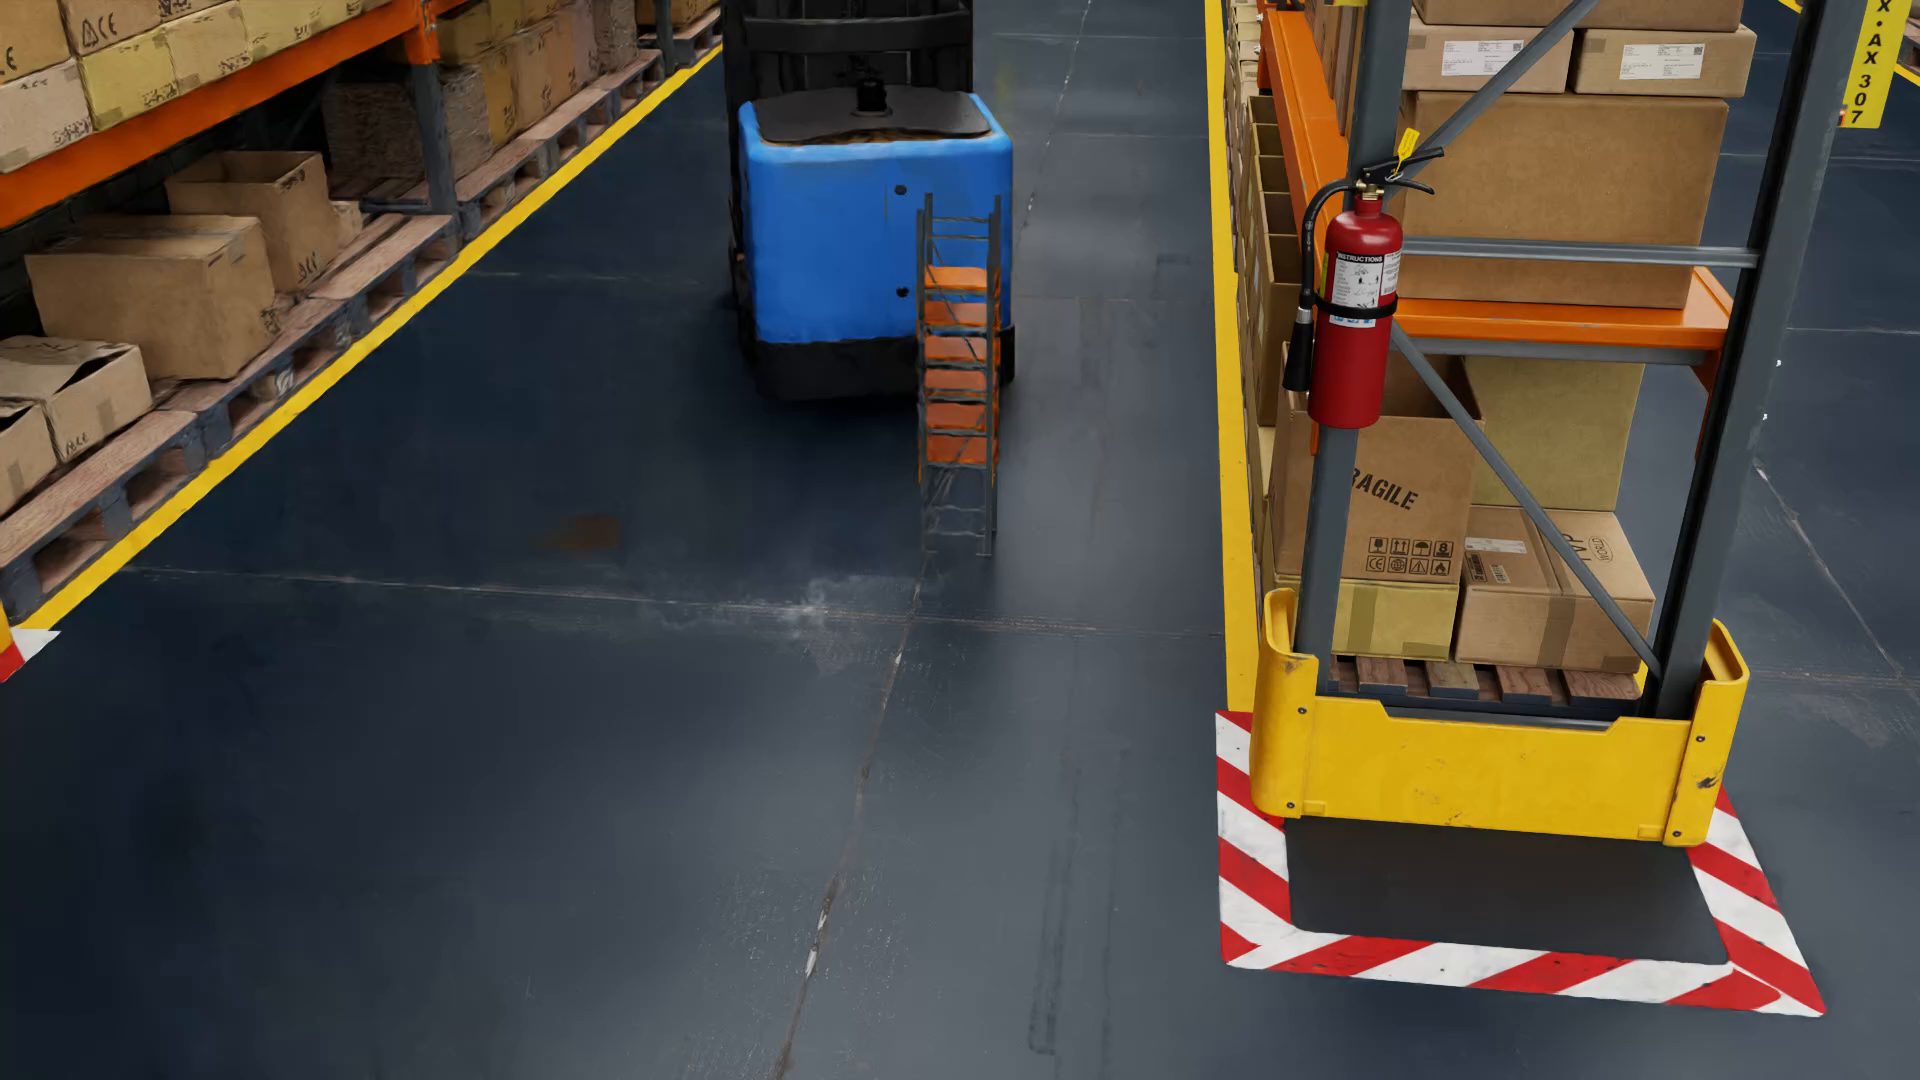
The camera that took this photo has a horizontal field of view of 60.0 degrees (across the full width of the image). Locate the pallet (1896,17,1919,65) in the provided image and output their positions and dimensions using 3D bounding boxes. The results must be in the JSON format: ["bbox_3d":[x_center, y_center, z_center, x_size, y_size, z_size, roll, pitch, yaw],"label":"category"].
[{"bbox_3d":[7.481,-3.847,12.669,1.003,0.211,1.213,3,28,6],"label":"pallet"}]

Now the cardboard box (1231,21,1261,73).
[{"bbox_3d":[1.882,-2.922,9.877,0.500,0.311,0.500,3,28,5],"label":"cardboard box"}]

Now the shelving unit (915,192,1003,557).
[{"bbox_3d":[-0.002,-0.521,5.453,0.258,1.200,0.189,3,28,6],"label":"shelving unit"}]

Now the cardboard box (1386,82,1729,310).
[{"bbox_3d":[1.448,-0.916,4.181,0.700,0.500,0.500,3,28,6],"label":"cardboard box"}]

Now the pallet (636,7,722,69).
[{"bbox_3d":[-2.387,-3.843,12.662,1.003,0.211,1.213,3,28,6],"label":"pallet"}]

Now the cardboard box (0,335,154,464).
[{"bbox_3d":[-3.295,-0.537,5.956,0.500,0.311,0.500,6,29,10],"label":"cardboard box"}]

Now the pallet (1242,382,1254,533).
[{"bbox_3d":[1.582,-0.360,6.196,1.003,0.211,1.213,3,28,6],"label":"pallet"}]

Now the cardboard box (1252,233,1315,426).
[{"bbox_3d":[1.257,-0.698,5.549,0.500,0.500,0.500,3,28,6],"label":"cardboard box"}]

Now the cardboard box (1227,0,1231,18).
[{"bbox_3d":[2.304,-4.209,12.572,0.500,0.500,0.500,2,28,4],"label":"cardboard box"}]

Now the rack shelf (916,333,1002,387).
[{"bbox_3d":[-0.002,-0.588,5.417,0.258,0.103,0.180,3,28,6],"label":"rack shelf"}]

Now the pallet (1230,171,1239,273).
[{"bbox_3d":[1.920,-1.657,8.603,1.003,0.211,1.213,3,28,6],"label":"pallet"}]

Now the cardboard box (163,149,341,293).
[{"bbox_3d":[-3.136,-1.424,7.402,0.500,0.500,0.500,1,28,2],"label":"cardboard box"}]

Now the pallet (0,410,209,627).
[{"bbox_3d":[-3.395,-0.127,5.763,1.003,0.211,1.213,3,28,6],"label":"pallet"}]

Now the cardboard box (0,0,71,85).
[{"bbox_3d":[-3.111,-1.651,4.998,0.500,0.500,0.500,3,29,6],"label":"cardboard box"}]

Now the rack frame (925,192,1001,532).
[{"bbox_3d":[0.009,-0.564,5.533,0.240,1.200,0.006,3,28,6],"label":"rack frame"}]

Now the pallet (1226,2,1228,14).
[{"bbox_3d":[2.786,-4.688,14.230,1.003,0.211,1.213,3,28,6],"label":"pallet"}]

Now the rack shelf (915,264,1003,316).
[{"bbox_3d":[-0.002,-0.799,5.303,0.258,0.103,0.180,3,28,6],"label":"rack shelf"}]

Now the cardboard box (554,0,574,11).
[{"bbox_3d":[-2.727,-3.521,10.504,0.500,0.250,0.500,4,29,7],"label":"cardboard box"}]

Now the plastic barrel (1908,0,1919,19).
[{"bbox_3d":[7.436,-4.252,12.660,0.421,0.512,0.421,0,28,0],"label":"plastic barrel"}]

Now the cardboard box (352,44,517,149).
[{"bbox_3d":[-2.961,-2.508,9.415,0.700,0.500,0.500,3,28,5],"label":"cardboard box"}]

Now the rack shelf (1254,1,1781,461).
[{"bbox_3d":[1.623,-1.277,5.717,1.077,0.370,4.000,3,28,6],"label":"rack shelf"}]

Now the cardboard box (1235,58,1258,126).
[{"bbox_3d":[1.754,-2.444,8.989,0.500,0.311,0.500,3,28,6],"label":"cardboard box"}]

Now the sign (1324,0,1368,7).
[{"bbox_3d":[0.841,-1.305,3.538,0.100,0.325,0.005,3,28,6],"label":"sign"}]

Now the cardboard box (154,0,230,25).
[{"bbox_3d":[-2.990,-2.137,5.901,0.500,0.500,0.500,4,29,8],"label":"cardboard box"}]

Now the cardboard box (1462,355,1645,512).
[{"bbox_3d":[1.724,-0.432,5.055,0.500,0.500,0.500,3,28,6],"label":"cardboard box"}]

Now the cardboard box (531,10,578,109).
[{"bbox_3d":[-2.806,-2.984,10.299,0.700,0.500,0.500,3,28,6],"label":"cardboard box"}]

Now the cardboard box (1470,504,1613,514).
[{"bbox_3d":[1.722,-0.102,5.233,0.500,0.250,0.500,3,28,6],"label":"cardboard box"}]

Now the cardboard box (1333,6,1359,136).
[{"bbox_3d":[1.635,-1.644,5.534,0.700,0.500,0.500,4,29,8],"label":"cardboard box"}]

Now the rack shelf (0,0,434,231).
[{"bbox_3d":[-3.294,-1.563,6.248,1.077,0.370,4.000,3,28,6],"label":"rack shelf"}]

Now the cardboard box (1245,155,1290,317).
[{"bbox_3d":[1.378,-1.169,6.423,0.500,0.500,0.500,3,28,6],"label":"cardboard box"}]

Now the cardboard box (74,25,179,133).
[{"bbox_3d":[-3.046,-1.577,5.652,0.500,0.250,0.500,3,28,5],"label":"cardboard box"}]

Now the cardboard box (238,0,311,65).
[{"bbox_3d":[-2.921,-2.052,6.533,0.500,0.250,0.500,3,28,6],"label":"cardboard box"}]

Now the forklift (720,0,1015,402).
[{"bbox_3d":[-0.530,-2.519,7.336,1.130,2.935,3.031,-5,29,-8],"label":"forklift"}]

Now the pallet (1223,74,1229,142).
[{"bbox_3d":[2.219,-2.805,10.735,1.003,0.211,1.213,3,28,6],"label":"pallet"}]

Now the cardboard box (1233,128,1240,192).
[{"bbox_3d":[1.695,-1.960,8.681,0.500,0.250,0.500,3,28,5],"label":"cardboard box"}]

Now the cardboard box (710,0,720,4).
[{"bbox_3d":[-2.224,-4.693,13.123,0.750,0.750,0.750,3,28,6],"label":"cardboard box"}]

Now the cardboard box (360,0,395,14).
[{"bbox_3d":[-2.806,-2.524,7.409,0.500,0.250,0.500,3,29,6],"label":"cardboard box"}]

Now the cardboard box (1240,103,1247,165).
[{"bbox_3d":[1.633,-1.964,8.098,0.500,0.311,0.500,3,28,6],"label":"cardboard box"}]

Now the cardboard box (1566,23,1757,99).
[{"bbox_3d":[1.640,-1.154,3.941,0.380,0.149,0.250,3,28,6],"label":"cardboard box"}]

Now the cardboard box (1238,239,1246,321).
[{"bbox_3d":[1.444,-1.074,7.037,0.500,0.250,0.500,3,28,6],"label":"cardboard box"}]

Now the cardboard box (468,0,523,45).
[{"bbox_3d":[-2.864,-3.045,9.620,0.500,0.250,0.500,3,28,5],"label":"cardboard box"}]

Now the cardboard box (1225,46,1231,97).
[{"bbox_3d":[1.942,-2.927,10.476,0.500,0.250,0.500,3,28,5],"label":"cardboard box"}]

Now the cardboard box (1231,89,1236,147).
[{"bbox_3d":[1.821,-2.440,9.573,0.500,0.250,0.500,4,29,7],"label":"cardboard box"}]

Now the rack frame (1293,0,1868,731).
[{"bbox_3d":[1.378,-0.653,3.799,1.000,3.000,0.127,3,28,6],"label":"rack frame"}]

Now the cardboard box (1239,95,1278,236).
[{"bbox_3d":[1.501,-1.640,7.297,0.500,0.500,0.500,3,28,6],"label":"cardboard box"}]

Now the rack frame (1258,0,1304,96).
[{"bbox_3d":[1.868,-2.535,7.294,1.000,3.000,0.127,3,28,6],"label":"rack frame"}]

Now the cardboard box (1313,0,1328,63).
[{"bbox_3d":[1.762,-2.122,6.420,0.700,0.500,0.500,3,28,6],"label":"cardboard box"}]

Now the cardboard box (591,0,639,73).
[{"bbox_3d":[-2.595,-3.456,11.173,0.700,0.500,0.500,4,29,7],"label":"cardboard box"}]

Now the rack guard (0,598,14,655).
[{"bbox_3d":[-3.529,0.126,4.989,1.175,0.500,0.348,3,28,6],"label":"rack guard"}]

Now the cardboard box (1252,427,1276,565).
[{"bbox_3d":[1.200,-0.133,5.290,0.500,0.250,0.500,3,28,6],"label":"cardboard box"}]

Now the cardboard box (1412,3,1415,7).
[{"bbox_3d":[1.267,-1.296,4.204,0.380,0.149,0.250,4,29,7],"label":"cardboard box"}]

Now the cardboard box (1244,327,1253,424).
[{"bbox_3d":[1.323,-0.603,6.163,0.500,0.250,0.500,3,28,6],"label":"cardboard box"}]

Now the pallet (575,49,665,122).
[{"bbox_3d":[-2.656,-3.109,11.298,1.003,0.211,1.213,3,28,6],"label":"pallet"}]

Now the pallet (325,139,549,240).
[{"bbox_3d":[-2.955,-1.960,9.166,1.003,0.211,1.213,3,28,6],"label":"pallet"}]

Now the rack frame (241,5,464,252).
[{"bbox_3d":[-3.048,-2.822,7.825,1.000,3.000,0.127,3,28,6],"label":"rack frame"}]

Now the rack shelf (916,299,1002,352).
[{"bbox_3d":[-0.002,-0.694,5.360,0.258,0.103,0.180,3,28,6],"label":"rack shelf"}]

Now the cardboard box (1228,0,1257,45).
[{"bbox_3d":[2.003,-3.410,10.782,0.500,0.311,0.500,4,29,8],"label":"cardboard box"}]

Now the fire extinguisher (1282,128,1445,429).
[{"bbox_3d":[0.903,-0.590,3.764,0.296,0.674,0.183,3,28,6],"label":"fire extinguisher"}]
